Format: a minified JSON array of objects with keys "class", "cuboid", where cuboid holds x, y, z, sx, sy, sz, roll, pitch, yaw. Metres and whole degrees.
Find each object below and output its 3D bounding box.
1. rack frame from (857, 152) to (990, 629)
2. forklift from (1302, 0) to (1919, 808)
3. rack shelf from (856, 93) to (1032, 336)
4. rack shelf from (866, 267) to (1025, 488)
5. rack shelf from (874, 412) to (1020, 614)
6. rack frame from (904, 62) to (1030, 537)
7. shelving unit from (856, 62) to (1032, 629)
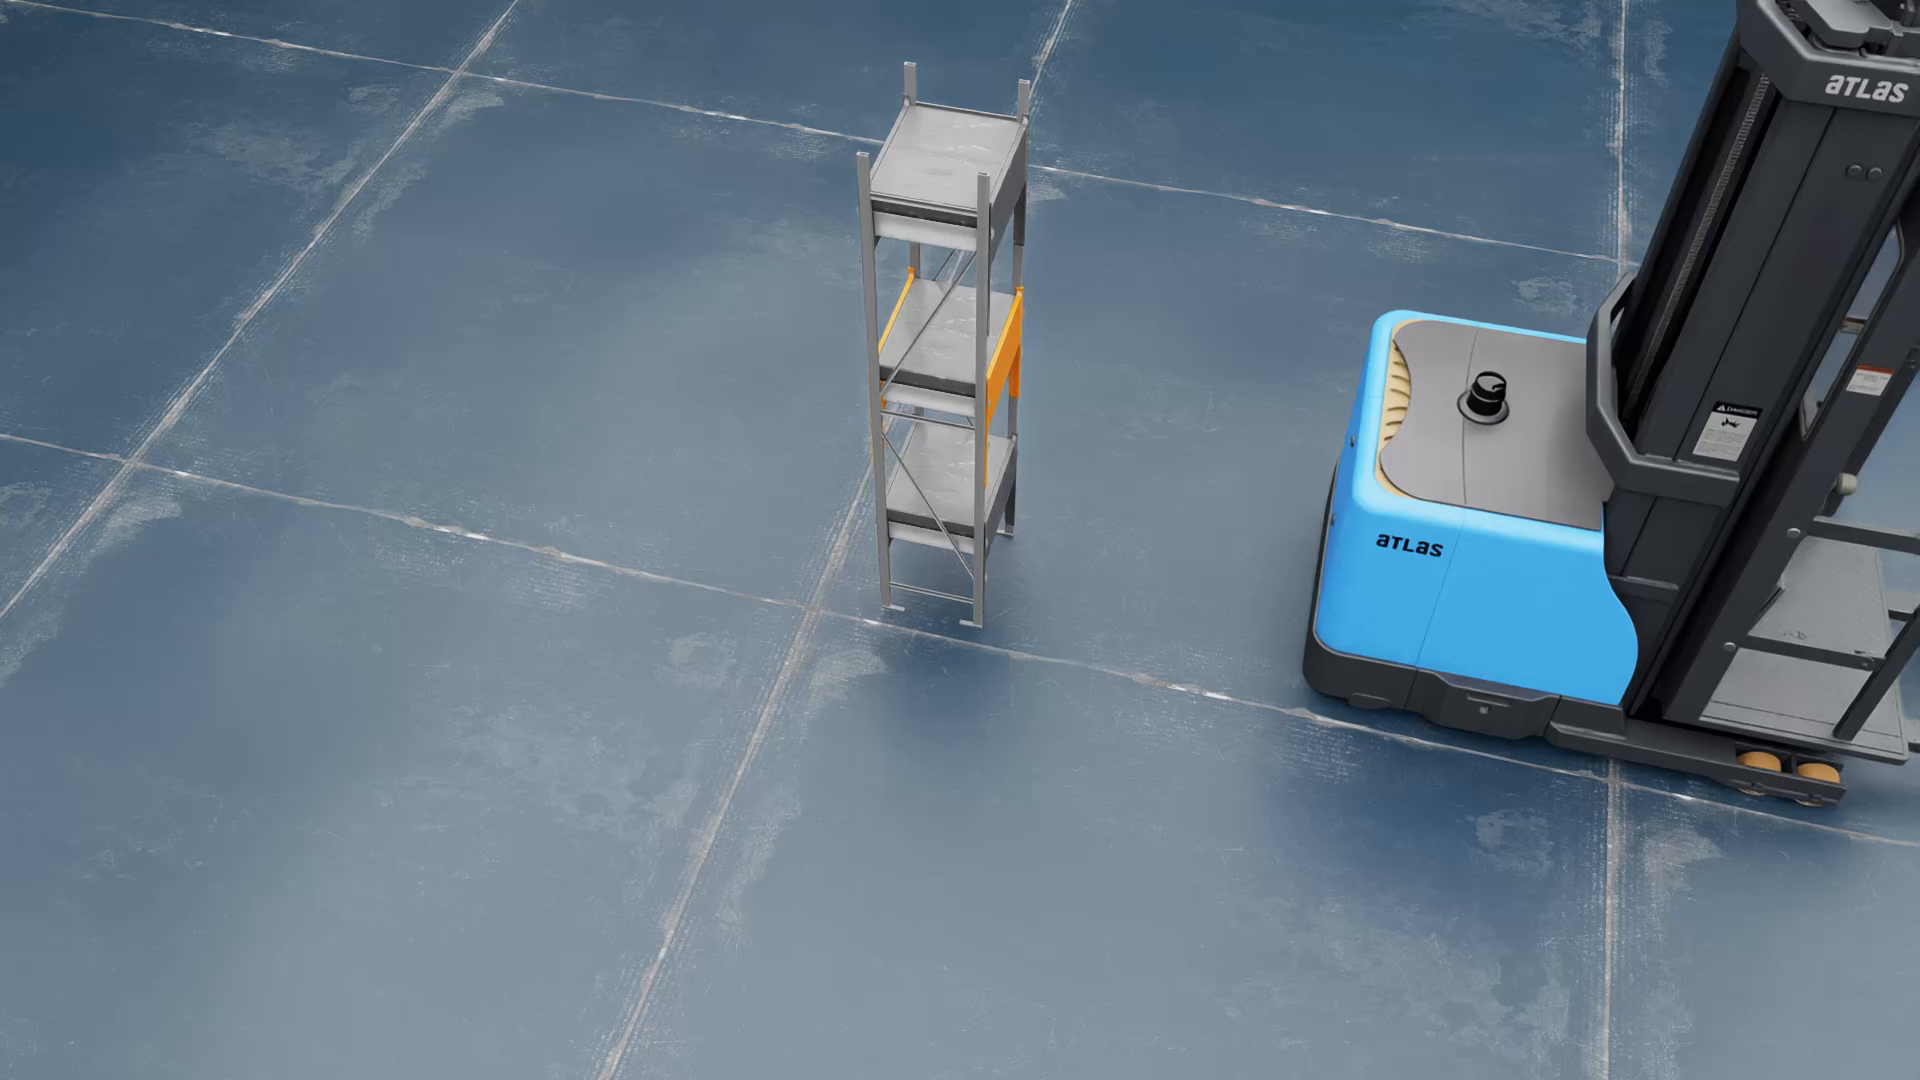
[{"class":"rack frame","cuboid":[-0.108,-0.399,5.620,0.400,2.100,0.015,12,50,10]},{"class":"forklift","cuboid":[2.839,-0.478,5.136,3.031,2.935,1.130,11,49,9]},{"class":"rack shelf","cuboid":[-0.044,-1.029,5.261,0.431,0.518,0.480,12,50,10]},{"class":"rack shelf","cuboid":[-0.044,-0.566,5.786,0.431,0.518,0.480,12,50,10]},{"class":"rack shelf","cuboid":[-0.044,-0.103,6.311,0.431,0.518,0.480,12,50,10]},{"class":"rack frame","cuboid":[0.021,-0.752,5.932,0.400,2.100,0.015,12,50,10]},{"class":"shelving unit","cuboid":[-0.044,-0.575,5.776,0.431,2.100,0.503,12,50,10]}]
